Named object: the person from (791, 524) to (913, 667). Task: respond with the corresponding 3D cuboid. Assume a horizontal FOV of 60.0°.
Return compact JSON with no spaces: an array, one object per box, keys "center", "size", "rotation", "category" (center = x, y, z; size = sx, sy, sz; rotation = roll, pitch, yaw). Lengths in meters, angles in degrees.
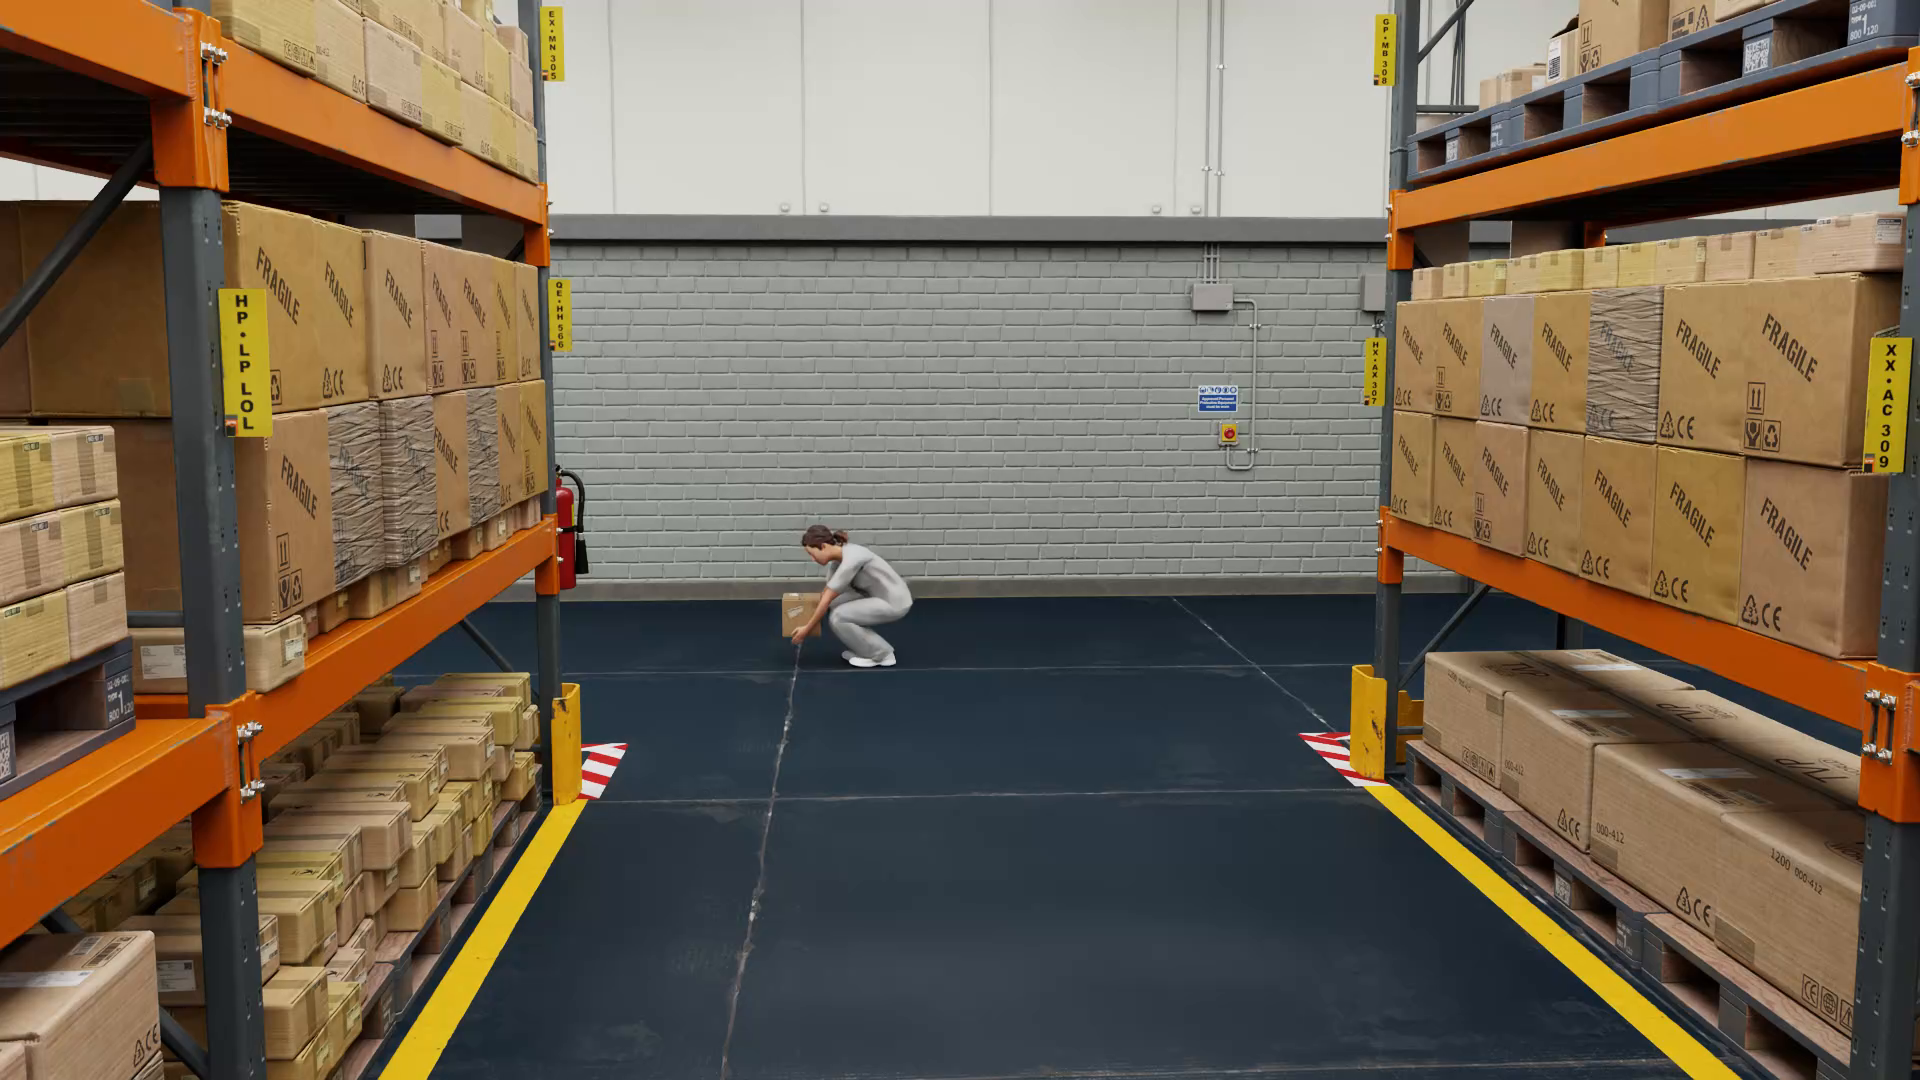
[{"center":[-0.711,0.356,10.937],"size":[0.804,0.933,0.477],"rotation":[0,7,-4],"category":"person"}]
